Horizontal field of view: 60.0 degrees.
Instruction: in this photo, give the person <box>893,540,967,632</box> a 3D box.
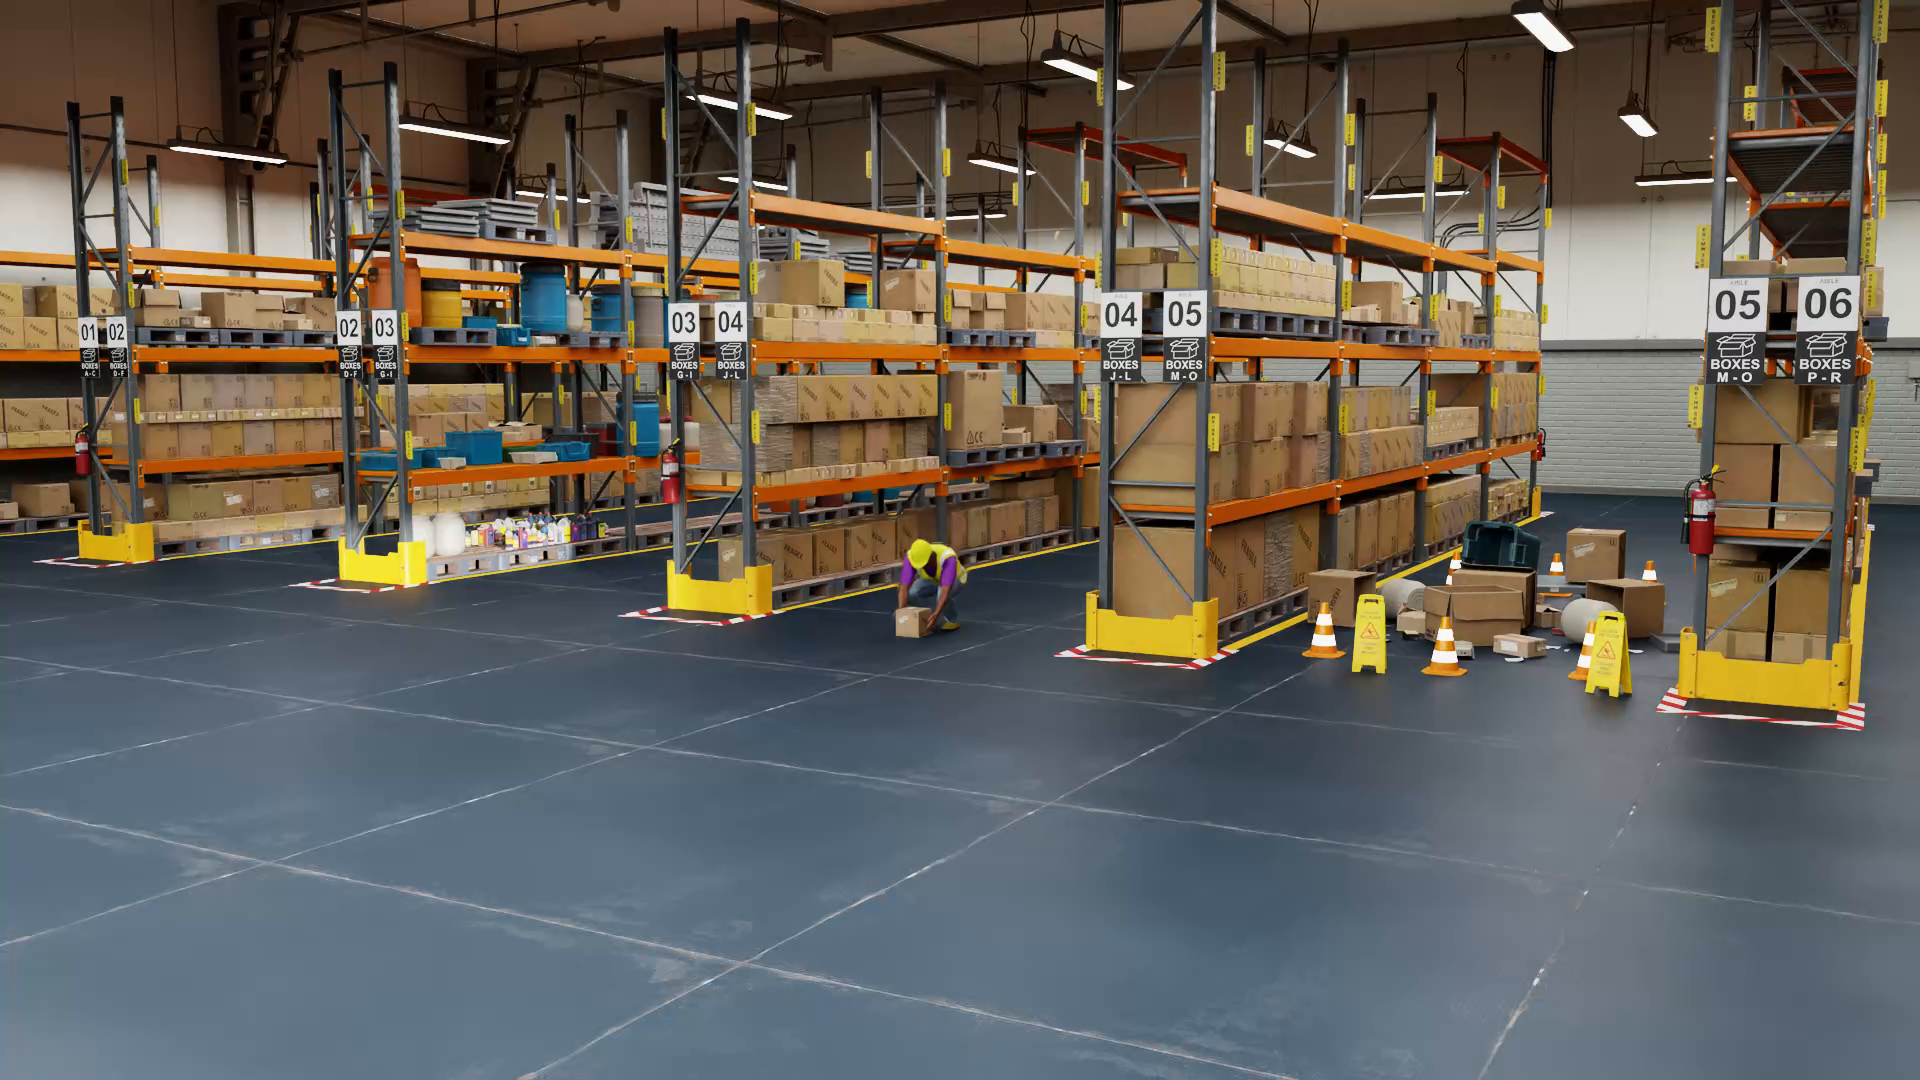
[{"bbox_3d":[-0.239,0.427,16.069,0.566,0.914,0.897,3,7,29],"label":"person"}]
